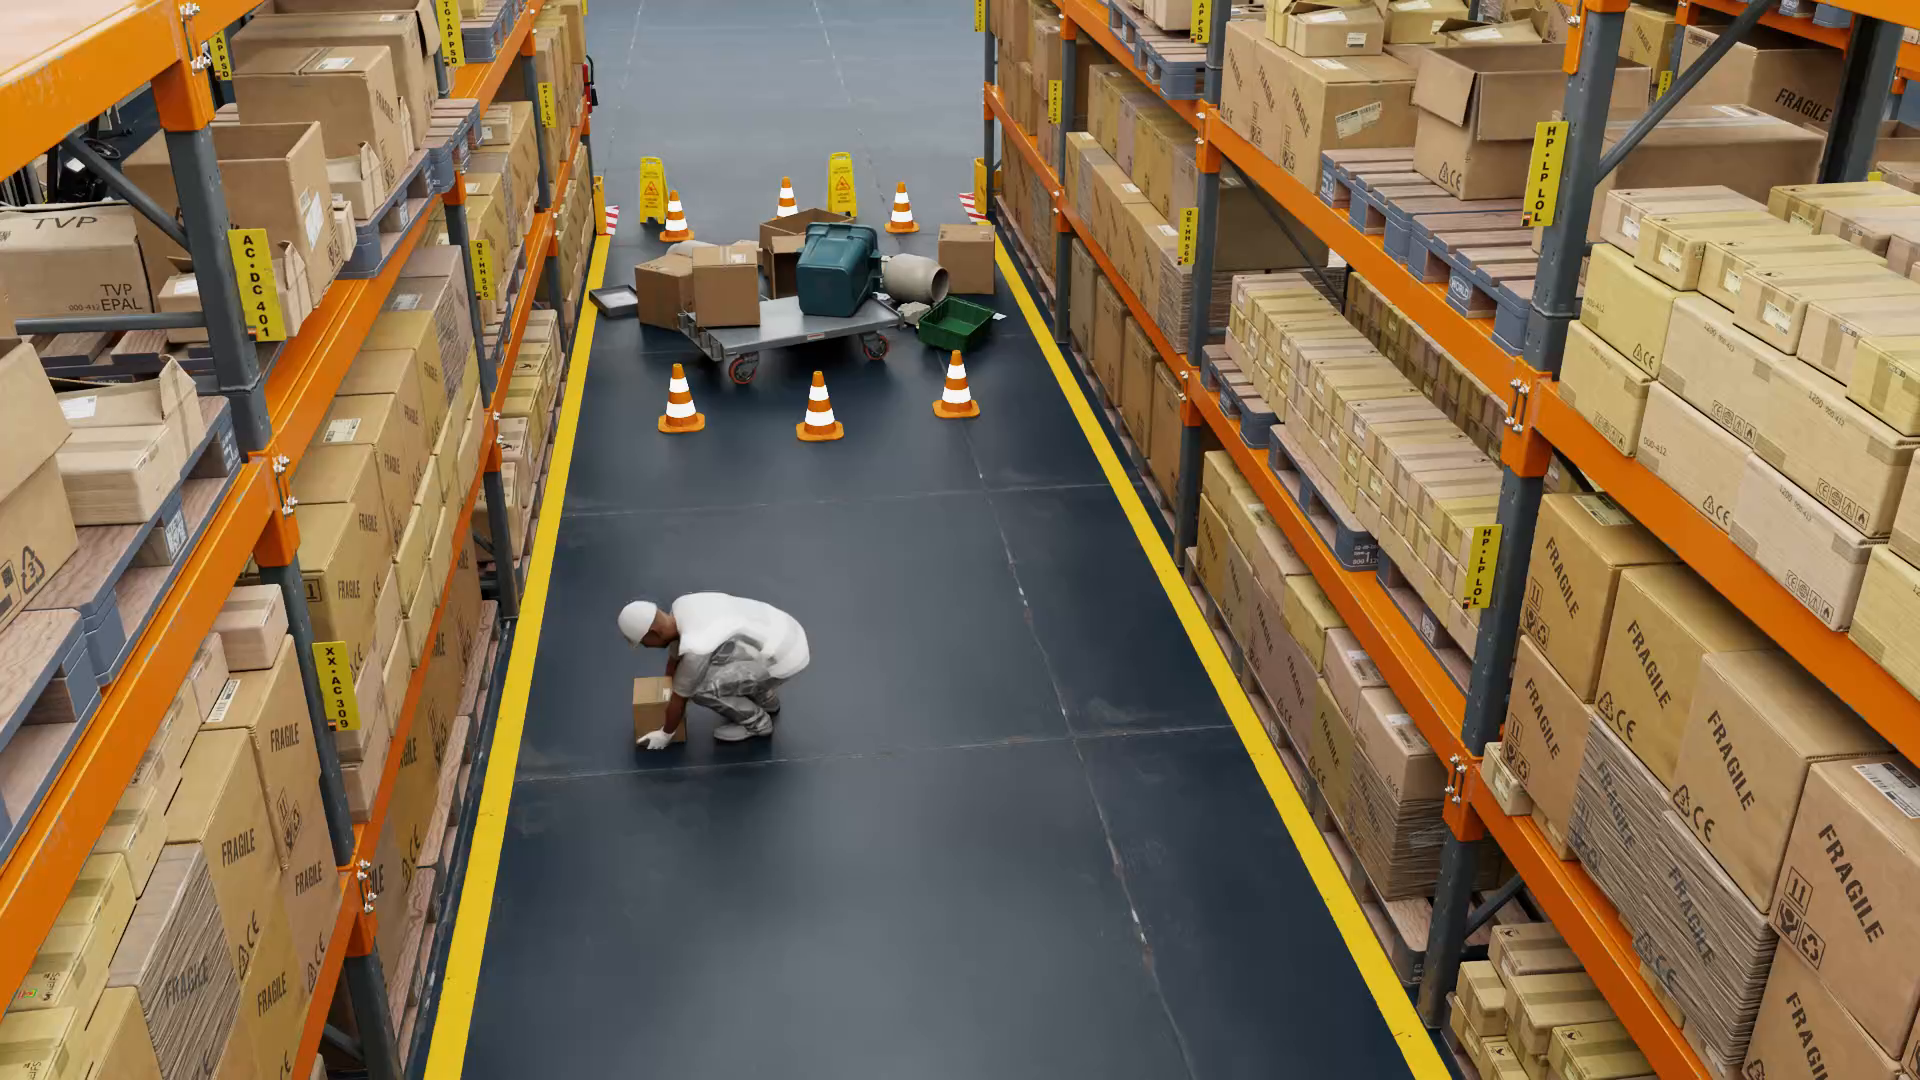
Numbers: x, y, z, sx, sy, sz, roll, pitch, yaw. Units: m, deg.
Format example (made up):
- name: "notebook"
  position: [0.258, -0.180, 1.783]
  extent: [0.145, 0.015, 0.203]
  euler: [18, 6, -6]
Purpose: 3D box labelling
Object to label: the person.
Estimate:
- name: "person"
  position: [-1.236, 0.661, 8.481]
  extent: [0.937, 0.878, 0.574]
  euler: [-4, 27, -7]
